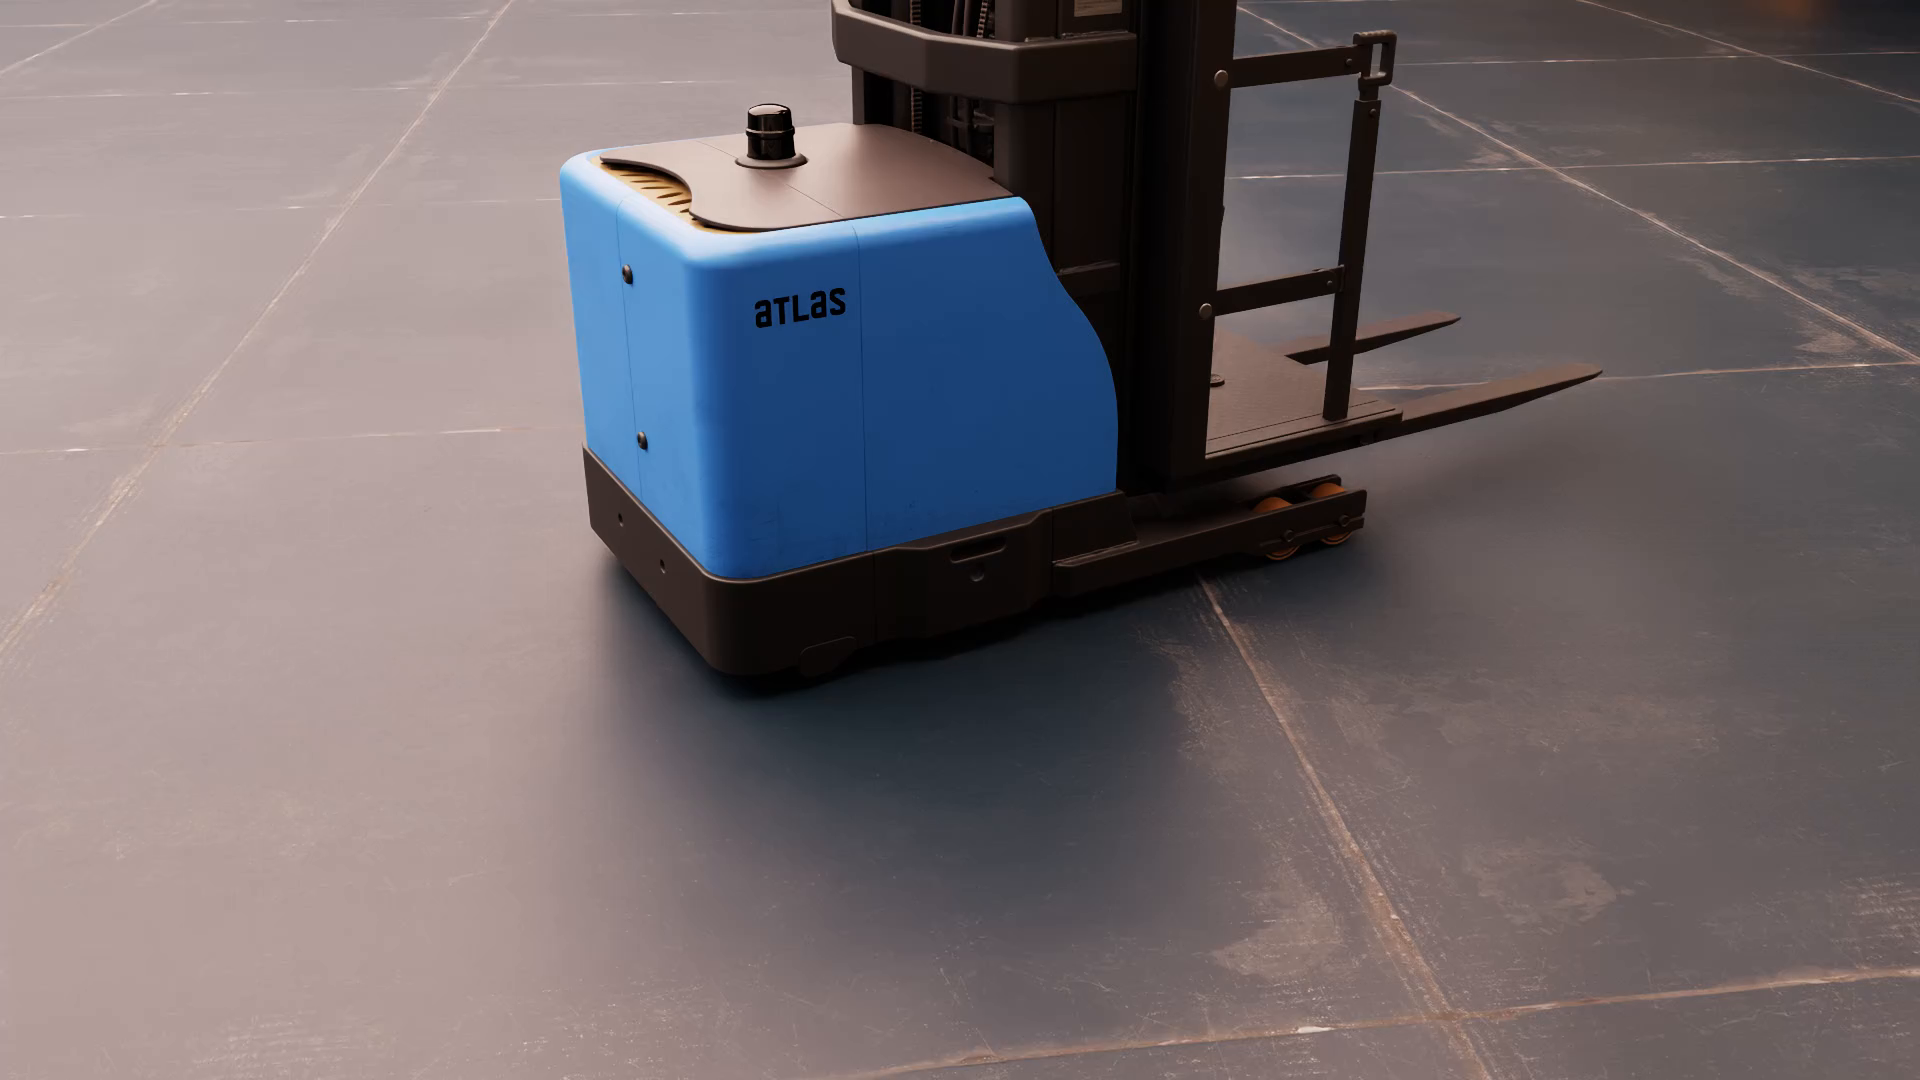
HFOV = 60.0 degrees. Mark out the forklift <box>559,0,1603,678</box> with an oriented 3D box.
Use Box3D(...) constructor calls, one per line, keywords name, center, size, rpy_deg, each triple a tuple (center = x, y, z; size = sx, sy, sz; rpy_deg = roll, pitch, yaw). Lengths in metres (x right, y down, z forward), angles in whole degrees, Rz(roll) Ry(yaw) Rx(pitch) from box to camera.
Box3D(name="forklift", center=(0.529, -1.451, 4.240), size=(3.031, 2.935, 1.130), rpy_deg=(-14, 29, -26))
